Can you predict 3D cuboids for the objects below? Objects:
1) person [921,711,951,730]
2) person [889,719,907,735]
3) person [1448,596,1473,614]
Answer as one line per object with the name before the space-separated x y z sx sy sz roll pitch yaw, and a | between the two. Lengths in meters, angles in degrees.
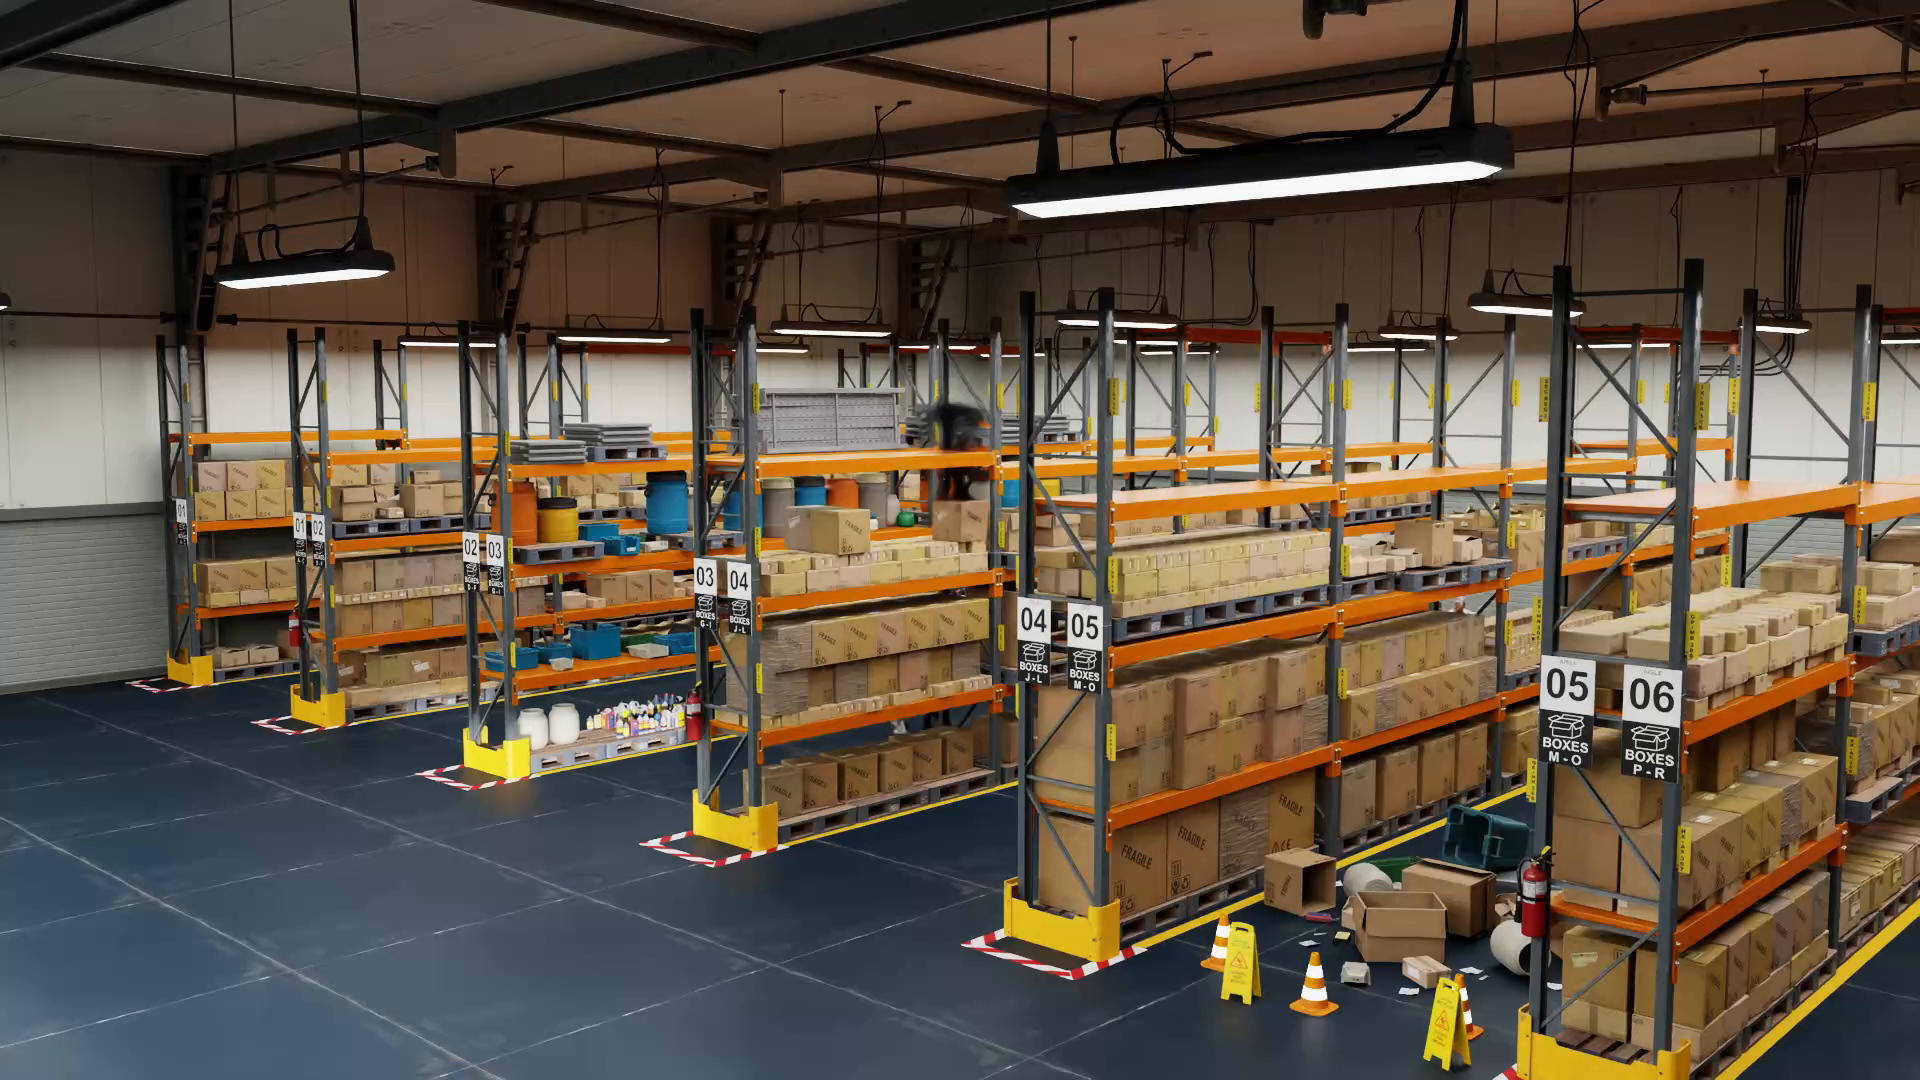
person | -0.395 2.134 23.543 0.517 1.608 0.861 5 7 43
person | -1.050 2.138 24.157 0.713 1.498 1.047 1 6 15
person | 8.472 1.736 28.198 0.616 1.614 0.661 3 6 27
